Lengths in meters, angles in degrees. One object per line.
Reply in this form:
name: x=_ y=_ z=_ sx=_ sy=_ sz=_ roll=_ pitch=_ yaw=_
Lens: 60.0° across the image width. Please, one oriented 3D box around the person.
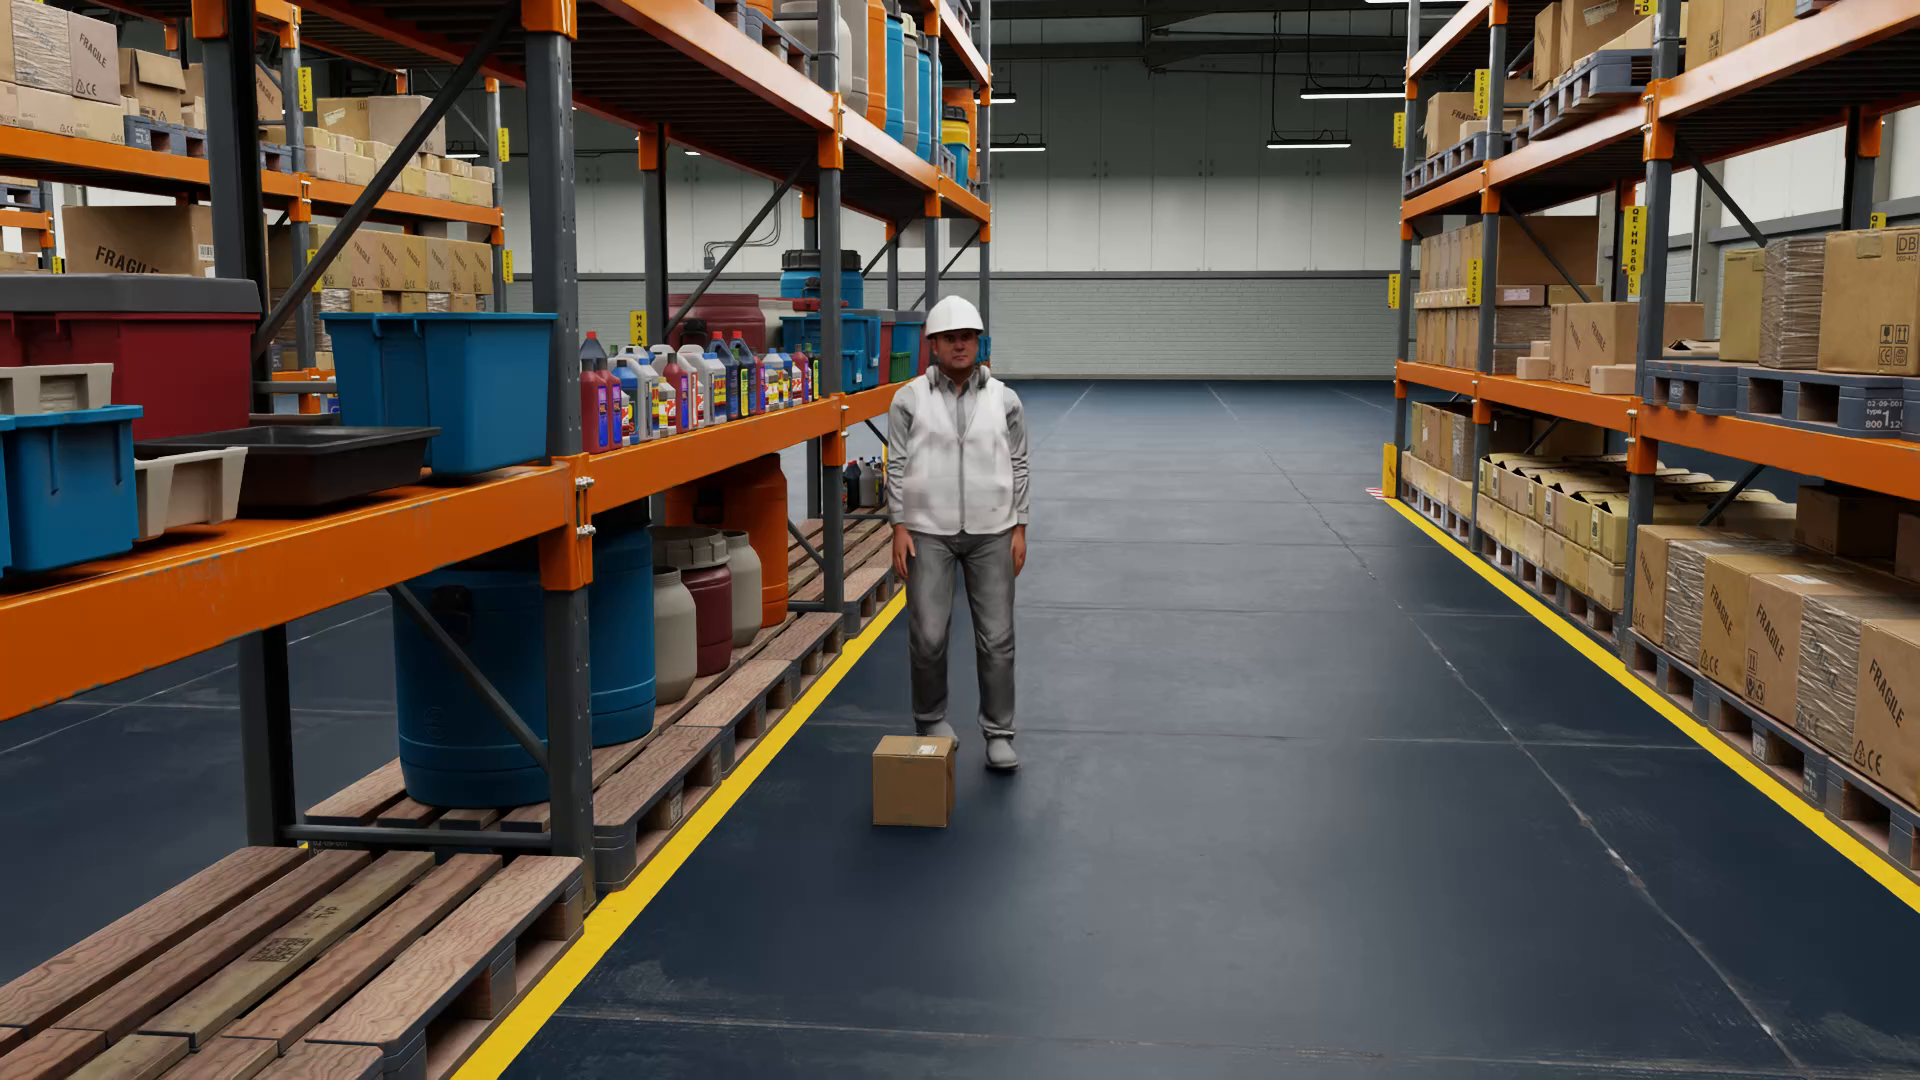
person: x=-0.006 y=-0.030 z=6.277 sx=0.538 sy=1.769 sz=0.410 roll=-1 pitch=8 yaw=-6
